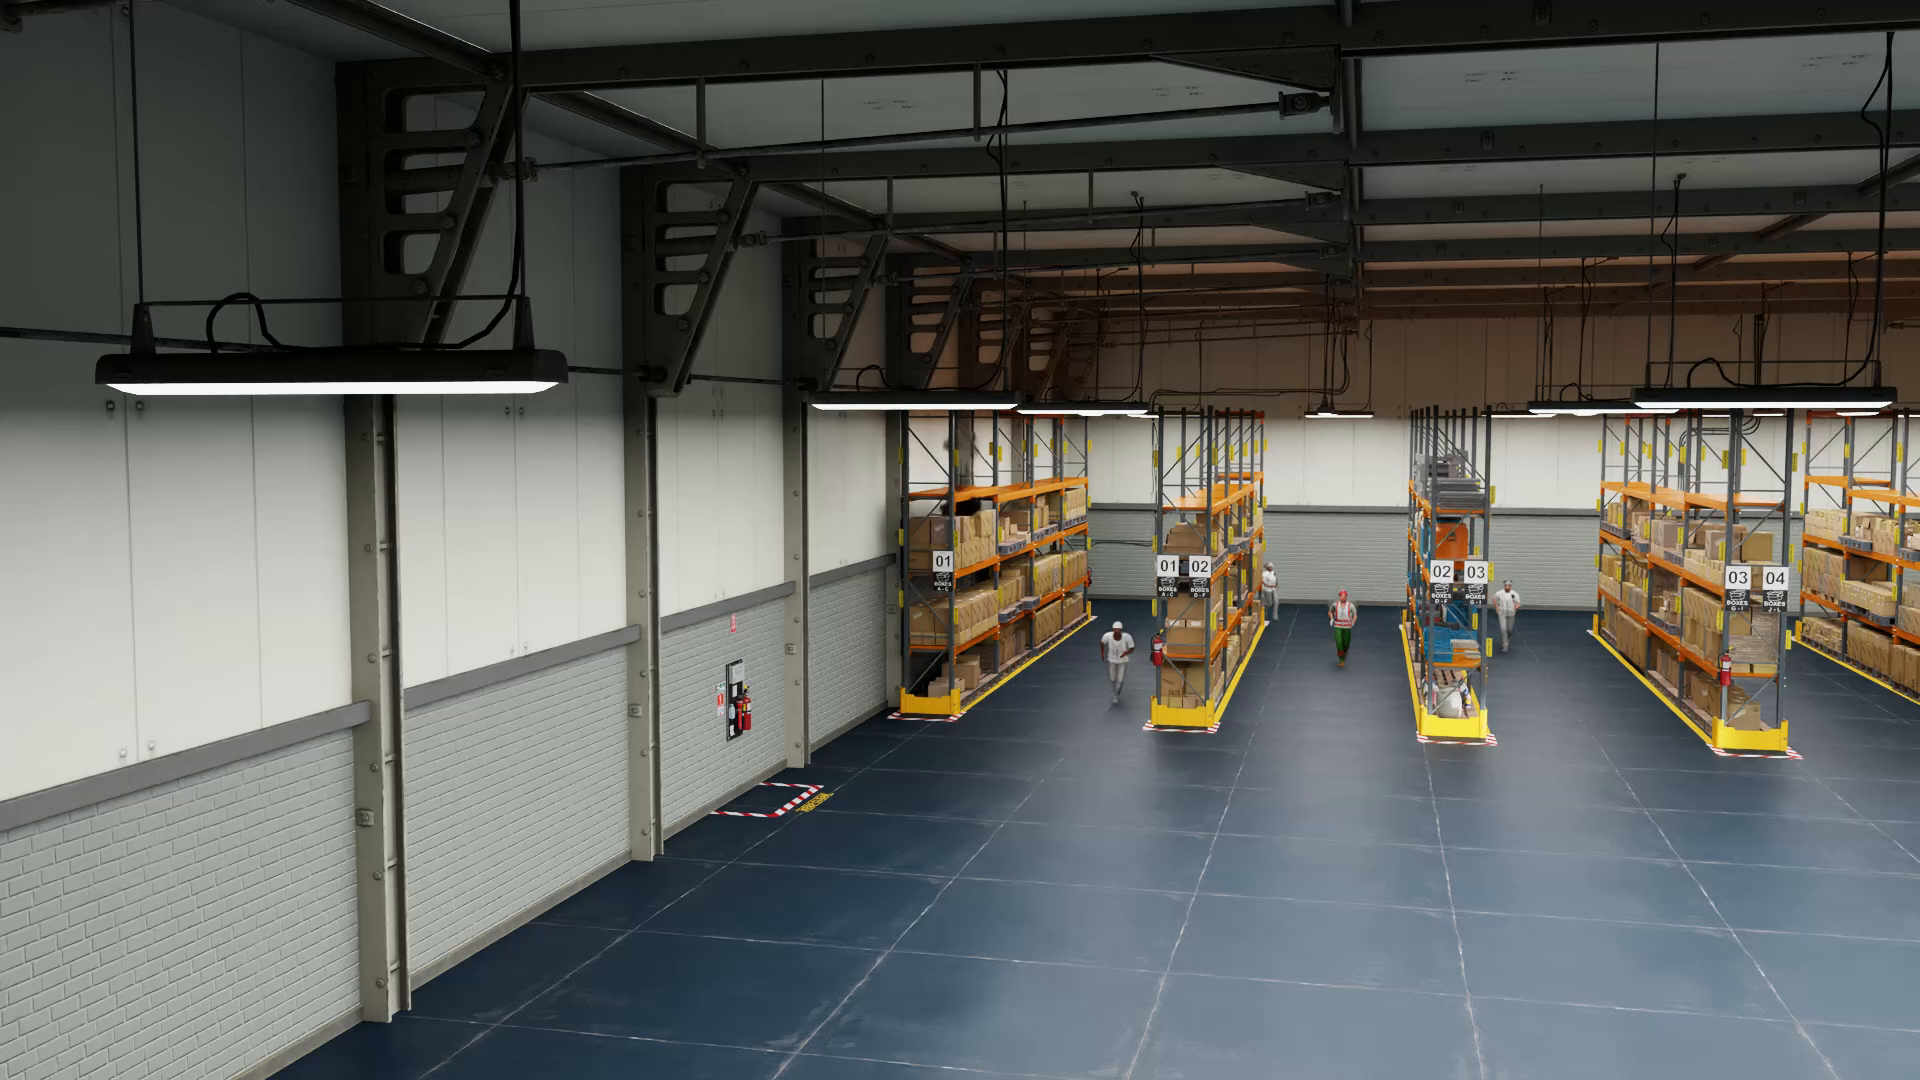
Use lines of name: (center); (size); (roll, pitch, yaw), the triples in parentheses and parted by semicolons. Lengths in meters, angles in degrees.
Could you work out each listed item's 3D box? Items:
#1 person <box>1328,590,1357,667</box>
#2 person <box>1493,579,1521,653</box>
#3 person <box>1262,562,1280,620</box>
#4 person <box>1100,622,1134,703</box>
person: (8.956, 2.058, 38.951); (0.655, 1.774, 0.845); (1, 4, 13)
person: (13.635, 1.869, 41.481); (0.652, 1.791, 0.956); (1, 4, 12)
person: (8.913, 1.471, 48.101); (0.617, 1.696, 0.748); (-3, 5, -36)
person: (3.182, 2.478, 33.692); (0.689, 1.683, 0.733); (0, 4, 5)
